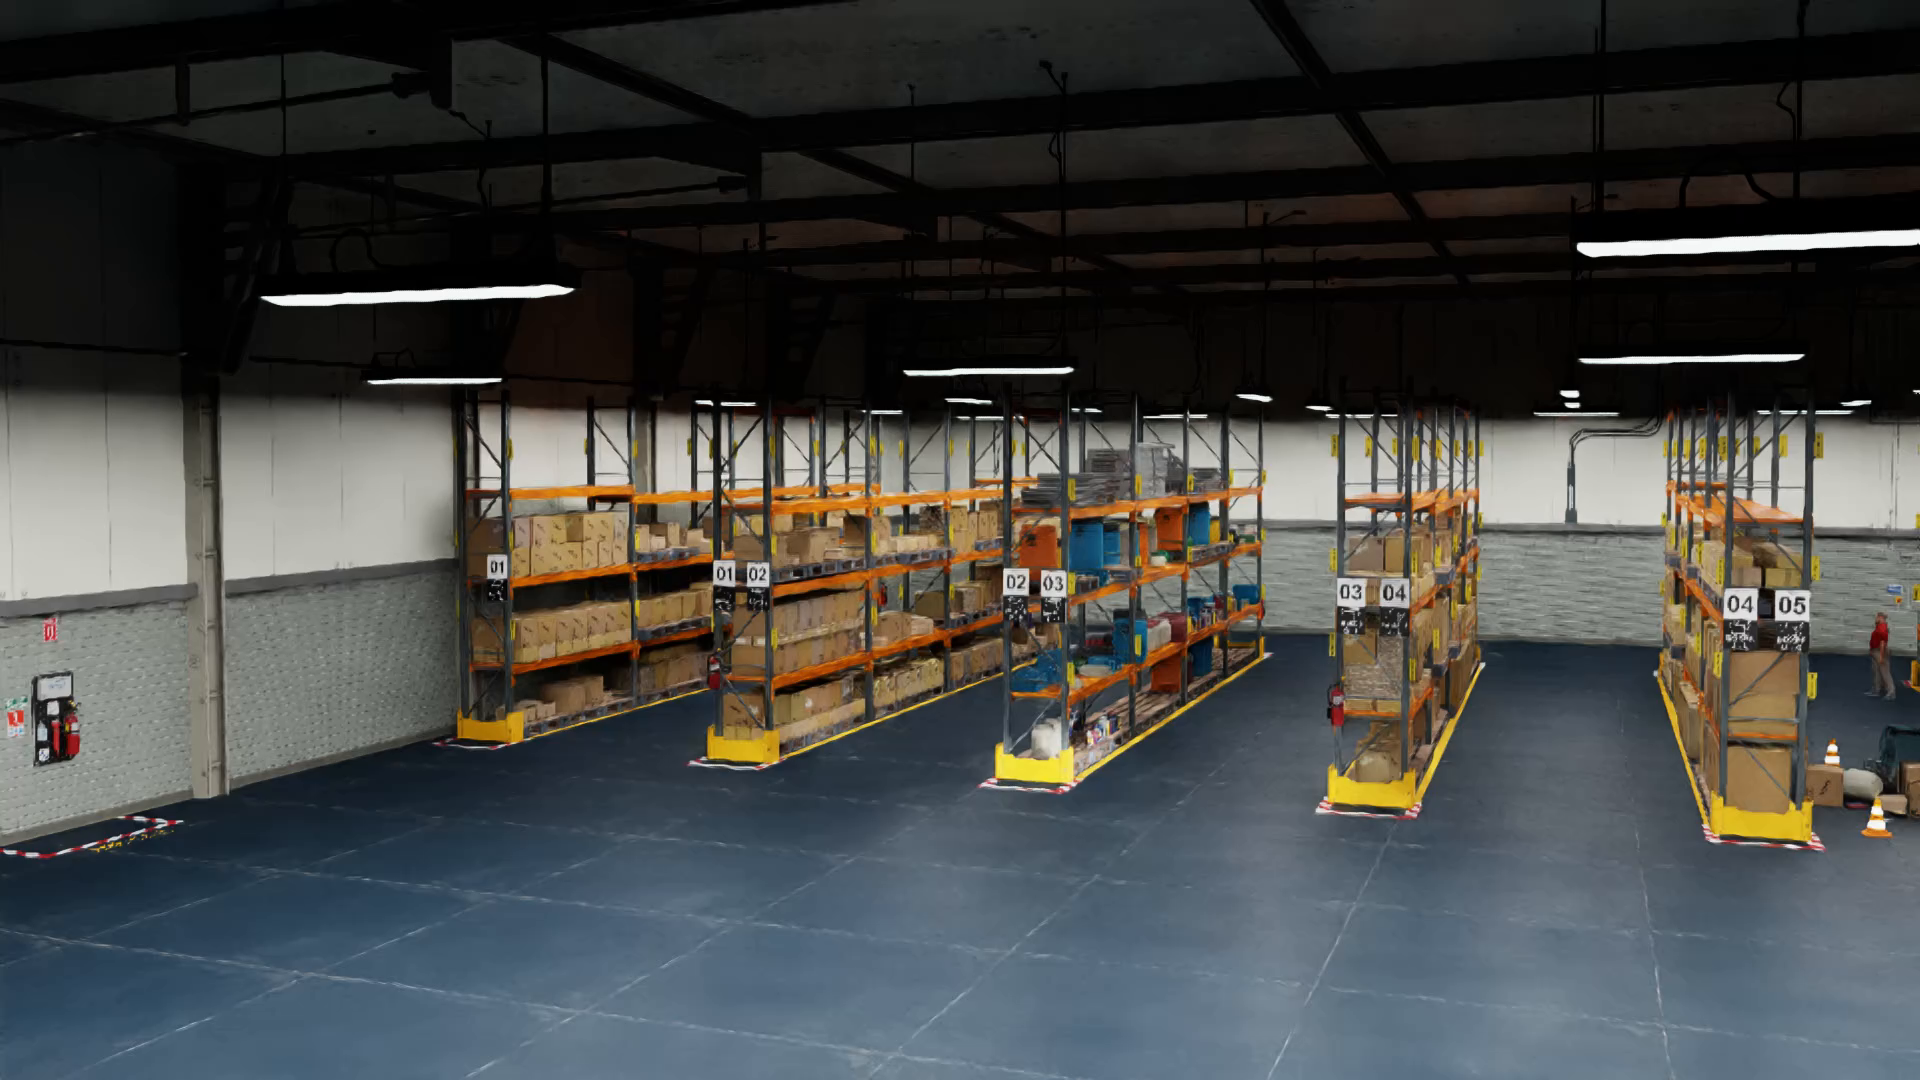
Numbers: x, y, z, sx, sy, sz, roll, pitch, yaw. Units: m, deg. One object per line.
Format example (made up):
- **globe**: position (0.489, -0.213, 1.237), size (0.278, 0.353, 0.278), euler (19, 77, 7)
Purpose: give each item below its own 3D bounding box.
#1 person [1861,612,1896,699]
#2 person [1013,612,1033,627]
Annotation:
- **person**: position (18.449, 2.299, 33.352), size (0.595, 1.715, 0.729), euler (1, 3, 25)
- **person**: position (1.667, 1.796, 43.209), size (0.733, 1.640, 0.560), euler (-2, 4, -34)
